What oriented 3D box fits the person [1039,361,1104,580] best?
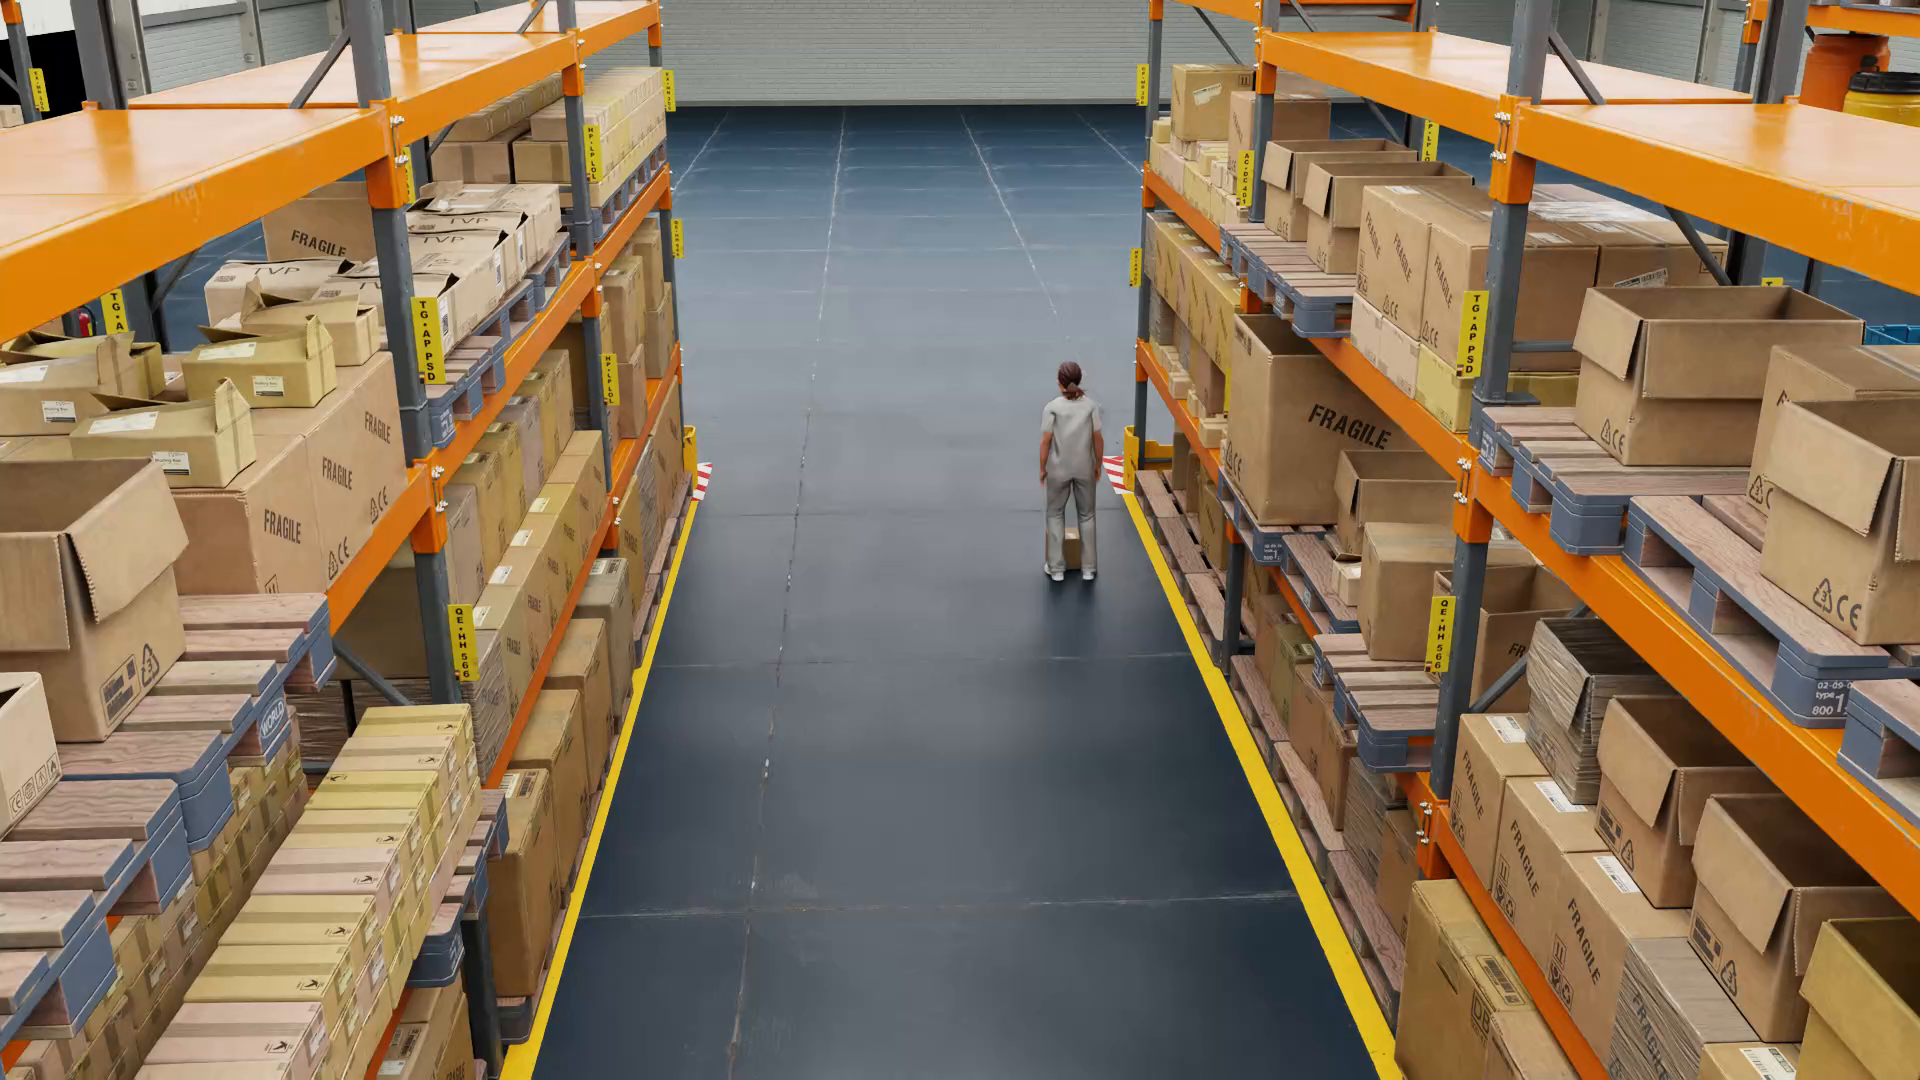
[{"bbox_3d":[0.830,-0.511,12.458,0.495,1.666,0.349,-2,21,-5],"label":"person"}]
